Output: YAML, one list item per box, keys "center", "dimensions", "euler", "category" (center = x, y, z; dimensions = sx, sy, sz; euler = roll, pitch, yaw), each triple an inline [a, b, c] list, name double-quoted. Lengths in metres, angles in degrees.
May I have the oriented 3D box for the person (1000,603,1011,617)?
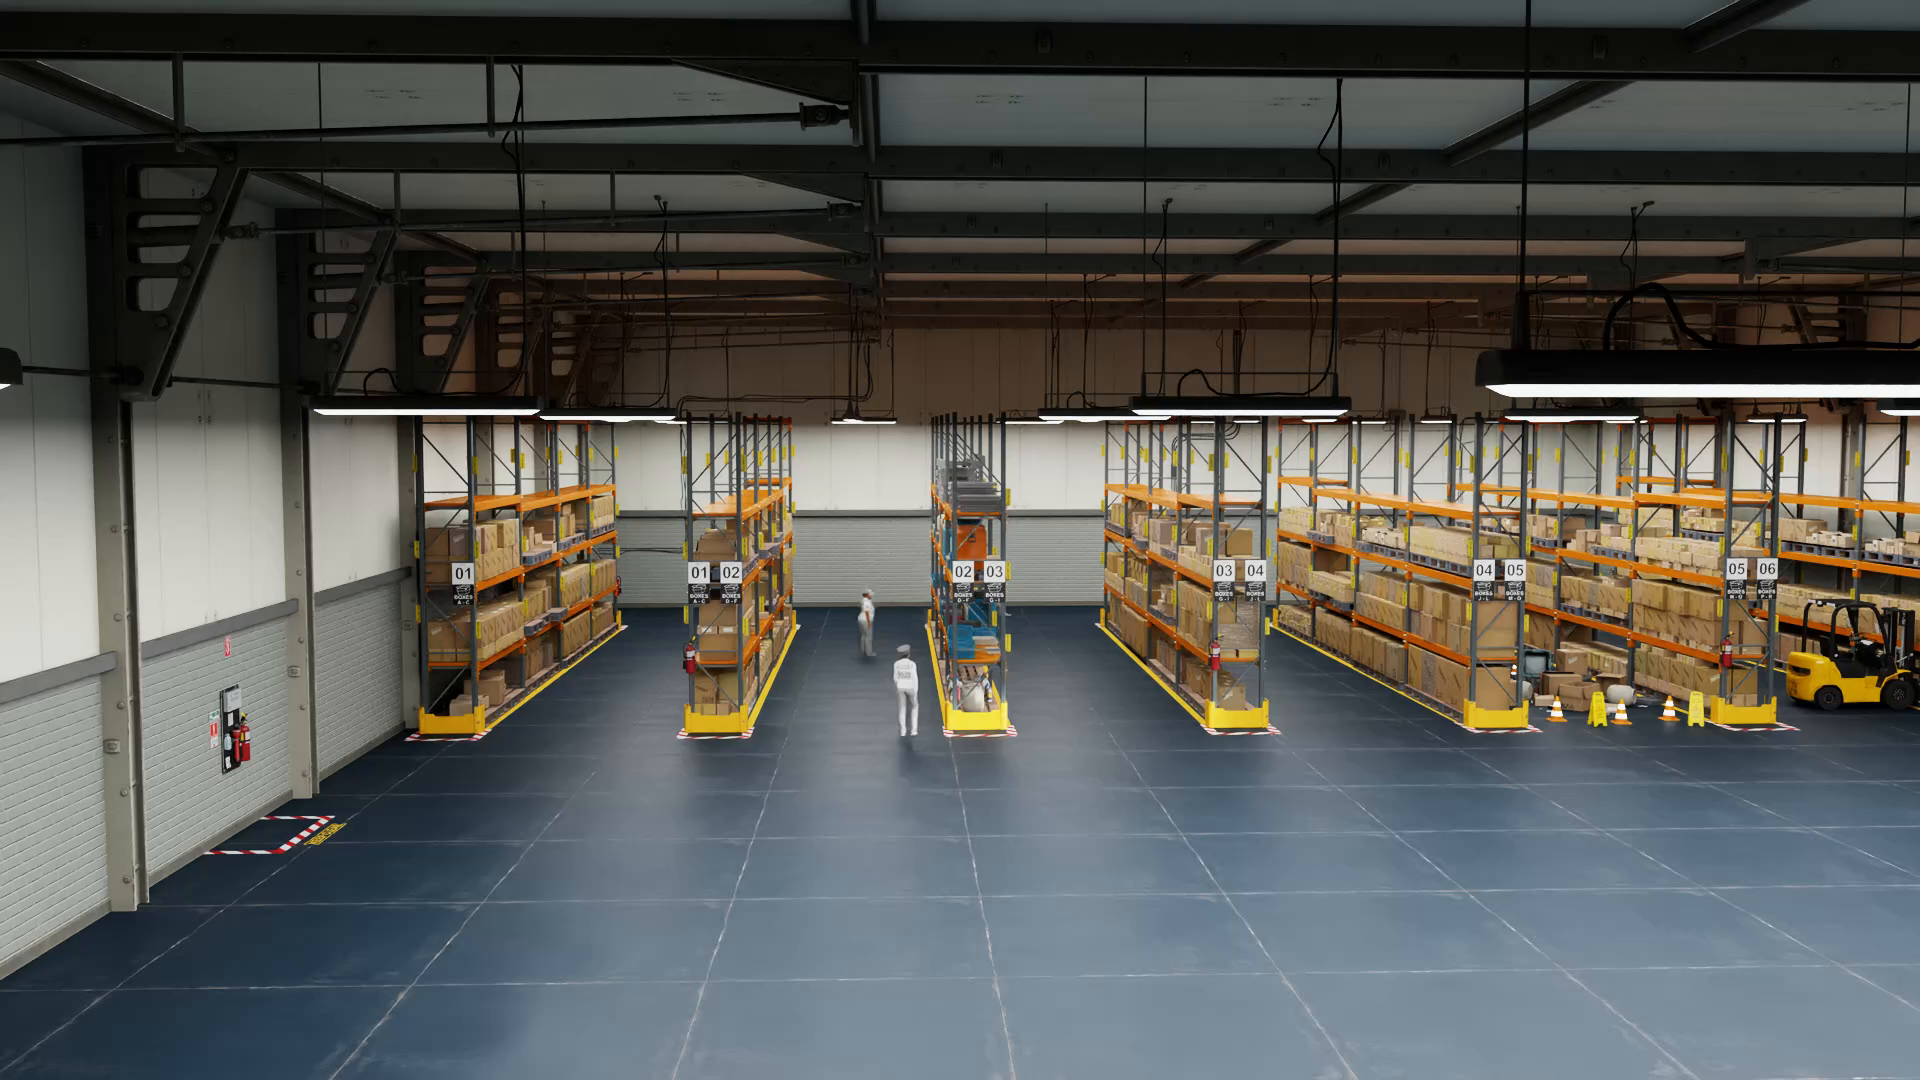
- center: [1.045, 1.474, 49.924]
  dimensions: [1.000, 1.726, 0.653]
  euler: [2, 4, 22]
  category: "person"

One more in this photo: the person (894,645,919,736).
- center: [-0.988, 2.801, 30.751]
  dimensions: [0.493, 1.739, 0.528]
  euler: [1, 4, 12]
  category: "person"

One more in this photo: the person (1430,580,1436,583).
- center: [12.376, 1.980, 43.878]
  dimensions: [0.475, 1.529, 0.491]
  euler: [2, 4, 25]
  category: "person"

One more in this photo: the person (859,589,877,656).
- center: [-2.292, 2.050, 41.414]
  dimensions: [0.440, 1.665, 0.533]
  euler: [-1, 4, -12]
  category: "person"
